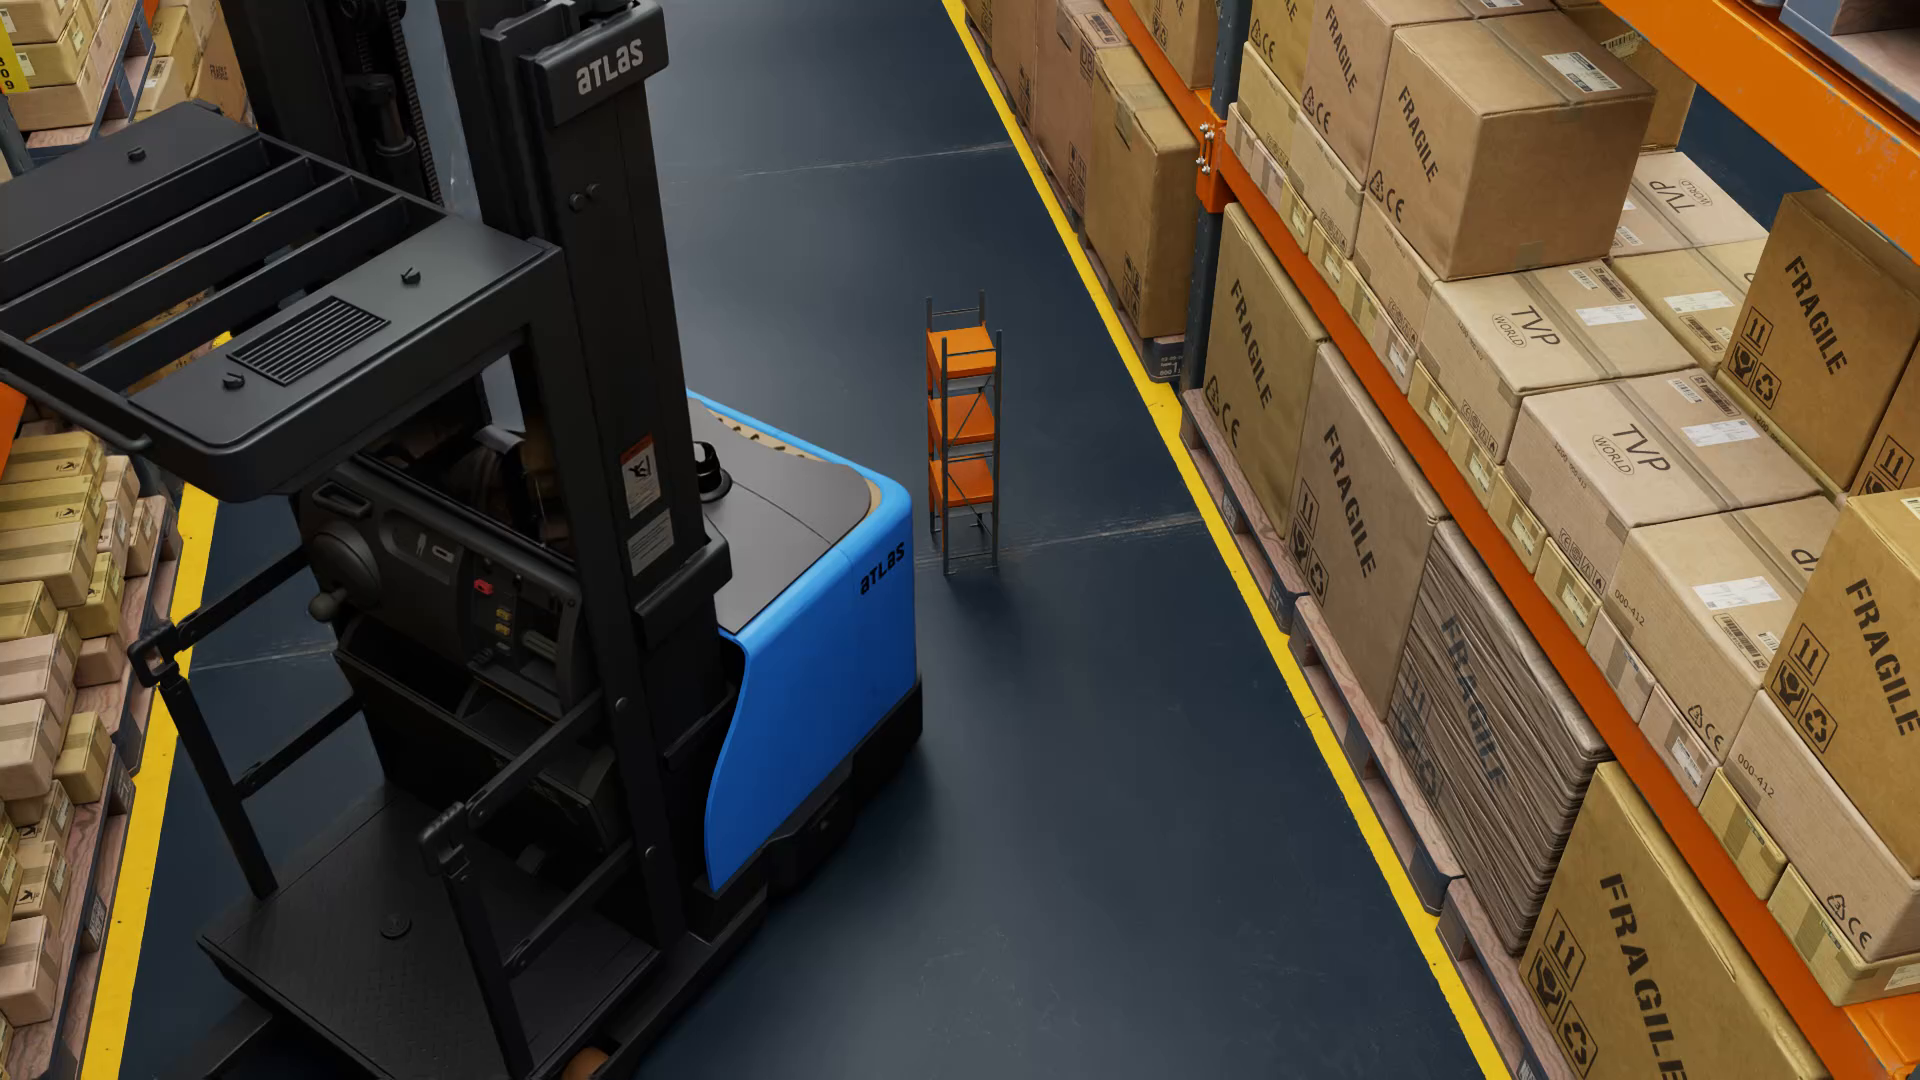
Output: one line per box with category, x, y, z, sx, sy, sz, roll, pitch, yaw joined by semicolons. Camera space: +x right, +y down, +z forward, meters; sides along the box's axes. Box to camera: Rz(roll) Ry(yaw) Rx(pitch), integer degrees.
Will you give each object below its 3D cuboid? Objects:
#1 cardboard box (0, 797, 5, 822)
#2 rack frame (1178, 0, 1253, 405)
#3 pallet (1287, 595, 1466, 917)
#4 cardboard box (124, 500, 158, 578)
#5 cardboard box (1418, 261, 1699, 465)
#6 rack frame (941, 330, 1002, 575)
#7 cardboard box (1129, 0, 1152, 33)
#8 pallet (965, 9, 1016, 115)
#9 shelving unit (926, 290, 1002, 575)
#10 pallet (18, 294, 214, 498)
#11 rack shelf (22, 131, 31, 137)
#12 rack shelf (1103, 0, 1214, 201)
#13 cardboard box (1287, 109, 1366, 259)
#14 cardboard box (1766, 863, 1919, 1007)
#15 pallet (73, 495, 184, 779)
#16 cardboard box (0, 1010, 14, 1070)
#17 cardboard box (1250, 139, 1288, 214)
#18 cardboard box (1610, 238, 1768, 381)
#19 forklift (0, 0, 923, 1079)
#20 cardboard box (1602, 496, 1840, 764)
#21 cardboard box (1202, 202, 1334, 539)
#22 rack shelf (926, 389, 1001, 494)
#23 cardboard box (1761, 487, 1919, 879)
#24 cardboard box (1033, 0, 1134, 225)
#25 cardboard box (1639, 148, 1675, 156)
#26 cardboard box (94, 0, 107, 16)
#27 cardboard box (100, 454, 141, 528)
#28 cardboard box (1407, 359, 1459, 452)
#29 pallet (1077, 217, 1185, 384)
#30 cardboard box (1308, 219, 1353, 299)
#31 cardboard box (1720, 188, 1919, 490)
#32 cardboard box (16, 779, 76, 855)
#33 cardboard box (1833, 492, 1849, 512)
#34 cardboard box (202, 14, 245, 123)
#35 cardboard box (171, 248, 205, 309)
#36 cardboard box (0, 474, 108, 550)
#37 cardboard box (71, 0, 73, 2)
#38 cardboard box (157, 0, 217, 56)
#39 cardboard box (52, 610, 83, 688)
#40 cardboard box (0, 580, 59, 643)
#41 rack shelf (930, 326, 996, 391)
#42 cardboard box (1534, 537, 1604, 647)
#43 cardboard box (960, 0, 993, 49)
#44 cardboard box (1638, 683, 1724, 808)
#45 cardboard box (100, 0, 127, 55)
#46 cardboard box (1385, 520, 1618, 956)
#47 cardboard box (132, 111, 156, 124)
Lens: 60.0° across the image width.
cardboard box;-2.827;0.792;4.482;0.380;0.149;0.250;-8;42;-9
rack frame;1.407;-1.745;5.957;1.000;3.000;0.127;-8;42;-9
pallet;1.762;0.594;5.422;1.003;0.211;1.213;-8;42;-9
cardboard box;-3.040;0.014;5.805;0.380;0.149;0.250;-8;42;-9
cardboard box;1.571;-0.480;4.420;0.500;0.250;0.500;-8;42;-9
rack frame;0.038;-0.279;5.773;0.200;1.050;0.008;-8;42;-9
cardboard box;0.940;-2.368;6.583;0.500;0.500;0.500;-7;42;-8
pallet;0.640;-2.773;9.215;1.003;0.211;1.213;-8;42;-9
shelving unit;0.012;-0.358;5.862;0.215;1.050;0.252;-8;42;-9
pallet;-3.627;-0.562;6.724;1.003;0.211;1.213;-8;42;-9
rack shelf;-3.889;-2.201;6.864;0.919;0.124;3.809;-8;42;-9
rack shelf;0.976;-2.773;7.656;1.077;0.370;4.000;-8;42;-9
cardboard box;1.355;-1.135;5.158;0.500;0.250;0.500;-9;42;-9
cardboard box;1.872;0.758;3.326;0.380;0.149;0.250;-8;42;-8
pallet;-3.278;0.373;5.671;1.003;0.211;1.213;-8;42;-9
cardboard box;-2.688;1.365;4.284;0.380;0.149;0.250;-8;42;-9
cardboard box;1.203;-1.242;5.579;0.380;0.149;0.250;-10;43;-11
cardboard box;2.089;-0.557;4.507;0.500;0.250;0.500;-9;42;-10
forklift;-1.365;0.186;3.833;1.130;2.935;3.031;24;47;25
cardboard box;1.798;0.187;3.668;0.500;0.250;0.500;-9;42;-10
cardboard box;1.472;-0.669;6.028;0.875;0.875;0.875;-8;42;-9
rack shelf;0.012;-0.350;5.869;0.215;0.259;0.240;-8;42;-9
cardboard box;1.909;0.234;3.051;0.500;0.500;0.500;-8;42;-9
cardboard box;1.056;-2.099;7.639;1.225;0.875;0.875;-10;43;-11
cardboard box;1.873;-1.217;5.250;0.500;0.250;0.500;-7;42;-8
cardboard box;-3.208;-1.931;5.814;0.380;0.149;0.250;-7;42;-8
cardboard box;-3.079;-0.144;5.759;0.380;0.149;0.250;-8;42;-8
cardboard box;1.484;-0.402;4.632;0.380;0.149;0.250;-9;42;-11
pallet;1.167;-1.192;7.434;1.003;0.211;1.213;-8;42;-9
cardboard box;1.319;-0.901;5.195;0.380;0.149;0.250;-9;42;-10
cardboard box;2.205;-0.497;3.874;0.500;0.500;0.500;-9;42;-10
cardboard box;-2.826;0.864;4.848;0.380;0.149;0.250;-8;42;-8
cardboard box;2.312;0.106;3.759;0.500;0.250;0.500;-9;42;-10
cardboard box;-3.815;-2.189;8.023;0.500;0.500;0.500;-7;42;-8
cardboard box;-3.474;-1.182;6.889;0.500;0.500;0.500;-7;42;-7
cardboard box;-3.033;-0.060;5.441;0.380;0.149;0.250;-8;42;-9
cardboard box;-3.160;-1.887;5.541;0.380;0.149;0.250;-7;42;-8
cardboard box;-3.798;-2.464;7.768;0.500;0.250;0.500;-8;42;-9
cardboard box;-2.975;0.378;5.172;0.380;0.149;0.250;-8;42;-9
cardboard box;-2.992;0.279;5.059;0.380;0.149;0.250;-7;42;-8
rack shelf;0.012;-0.613;5.636;0.184;0.087;0.229;-8;42;-9
cardboard box;1.650;0.096;4.072;0.380;0.149;0.250;-9;42;-10
cardboard box;0.672;-3.250;8.936;1.225;0.875;0.875;-10;43;-11
cardboard box;1.761;0.426;3.700;0.380;0.149;0.250;-8;42;-9
cardboard box;-3.209;-1.826;5.920;0.380;0.149;0.250;-8;42;-9
cardboard box;1.858;0.492;4.721;0.875;0.875;0.875;-8;42;-9
cardboard box;-3.477;-1.464;6.642;0.500;0.250;0.500;-7;42;-8
